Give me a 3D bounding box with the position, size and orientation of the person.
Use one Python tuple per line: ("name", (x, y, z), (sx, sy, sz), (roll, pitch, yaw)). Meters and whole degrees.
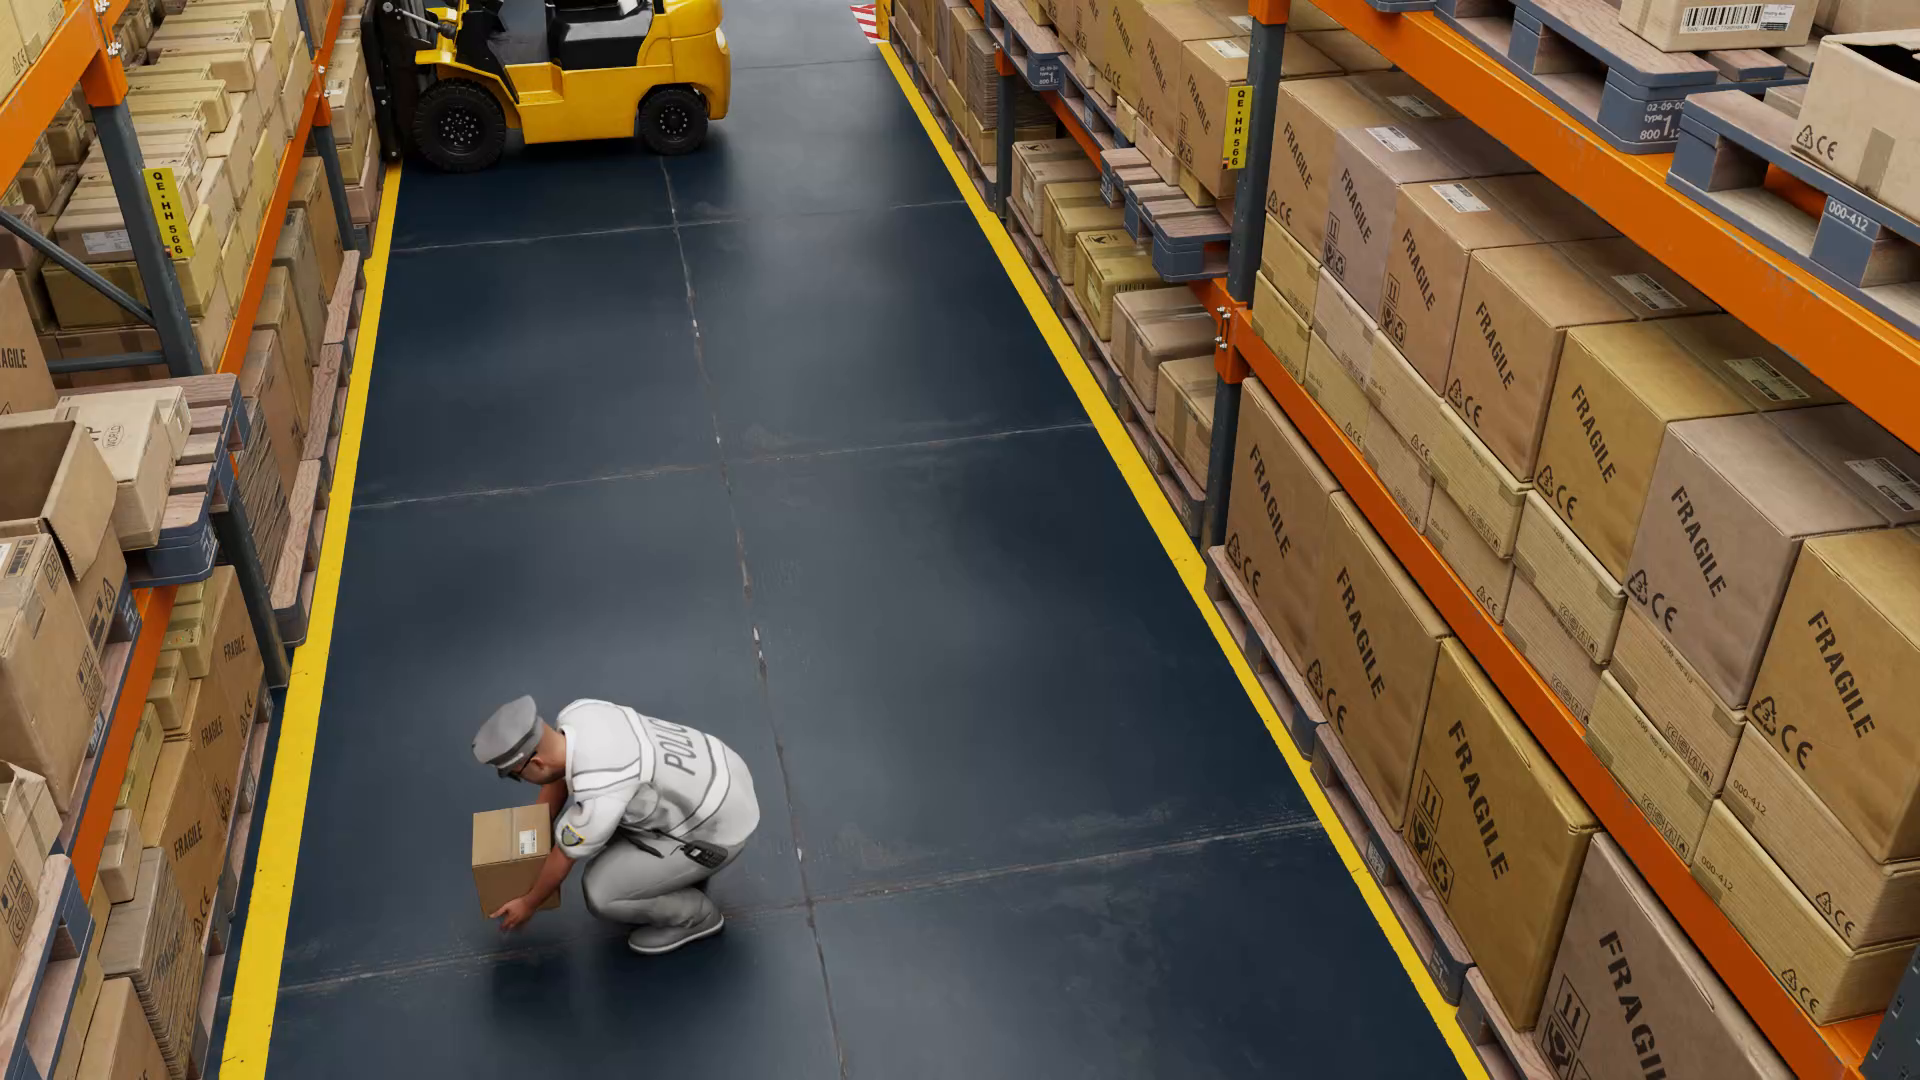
("person", (-1.129, 0.888, 5.502), (0.912, 1.012, 0.537), (-8, 35, -11))
